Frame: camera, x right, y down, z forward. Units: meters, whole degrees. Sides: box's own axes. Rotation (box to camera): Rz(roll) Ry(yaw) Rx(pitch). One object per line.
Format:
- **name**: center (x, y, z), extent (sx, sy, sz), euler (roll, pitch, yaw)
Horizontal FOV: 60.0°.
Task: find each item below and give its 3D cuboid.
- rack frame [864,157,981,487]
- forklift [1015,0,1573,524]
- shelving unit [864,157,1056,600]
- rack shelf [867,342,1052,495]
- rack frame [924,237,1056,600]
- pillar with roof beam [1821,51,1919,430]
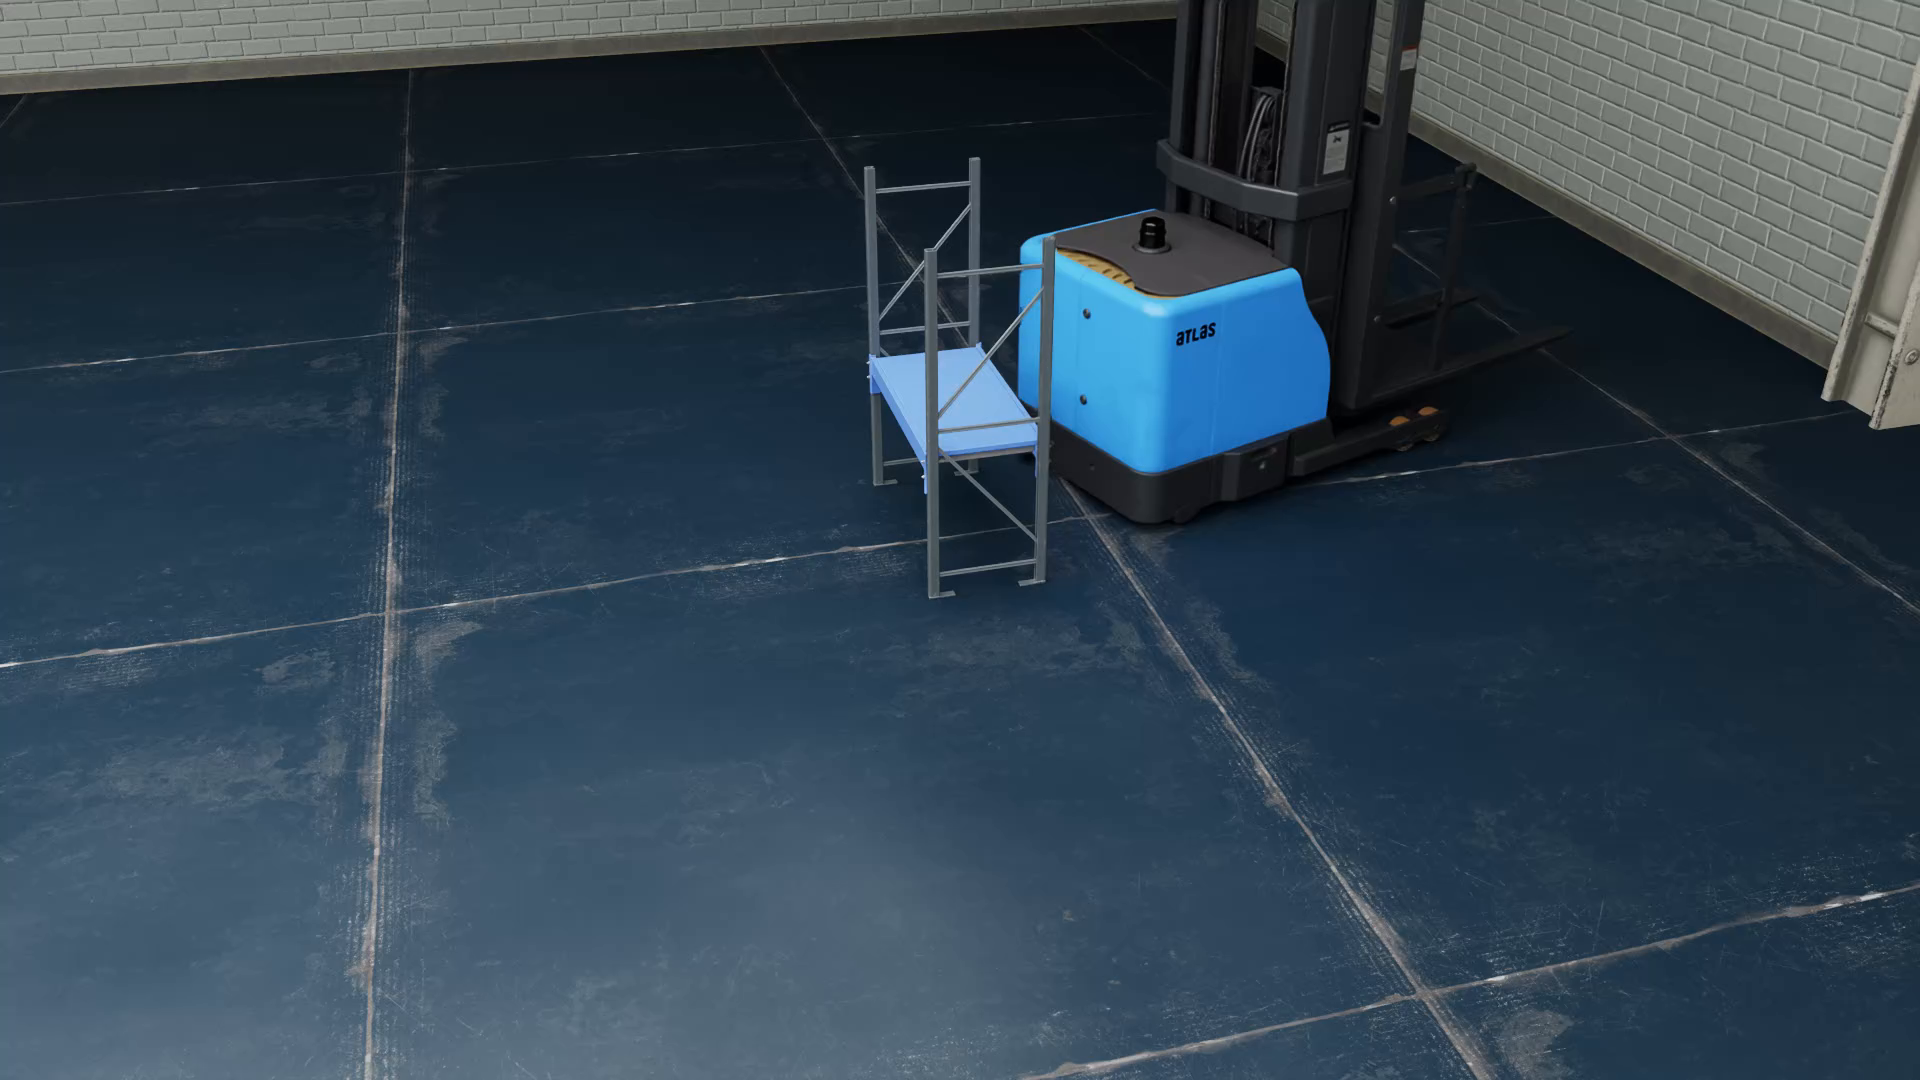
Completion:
- **rack frame**: center (-0.158, -0.936, 7.370), extent (0.500, 1.500, 0.032), euler (-8, 31, -13)
- **forklift**: center (1.765, -1.895, 7.599), extent (3.031, 2.935, 1.130), euler (-18, 35, -29)
- **shelving unit**: center (-0.023, -0.690, 6.945), extent (0.538, 1.500, 1.048), euler (-8, 31, -13)
- **rack shelf**: center (-0.023, -0.535, 7.036), extent (0.538, 0.185, 1.000), euler (-8, 31, -13)
- **rack frame**: center (0.112, -0.445, 6.521), extent (0.500, 1.500, 0.032), euler (-8, 31, -13)
- **pillar with roof beam**: center (0.454, -3.980, 5.144), extent (9.100, 9.000, 0.400), euler (-8, 31, -13)
